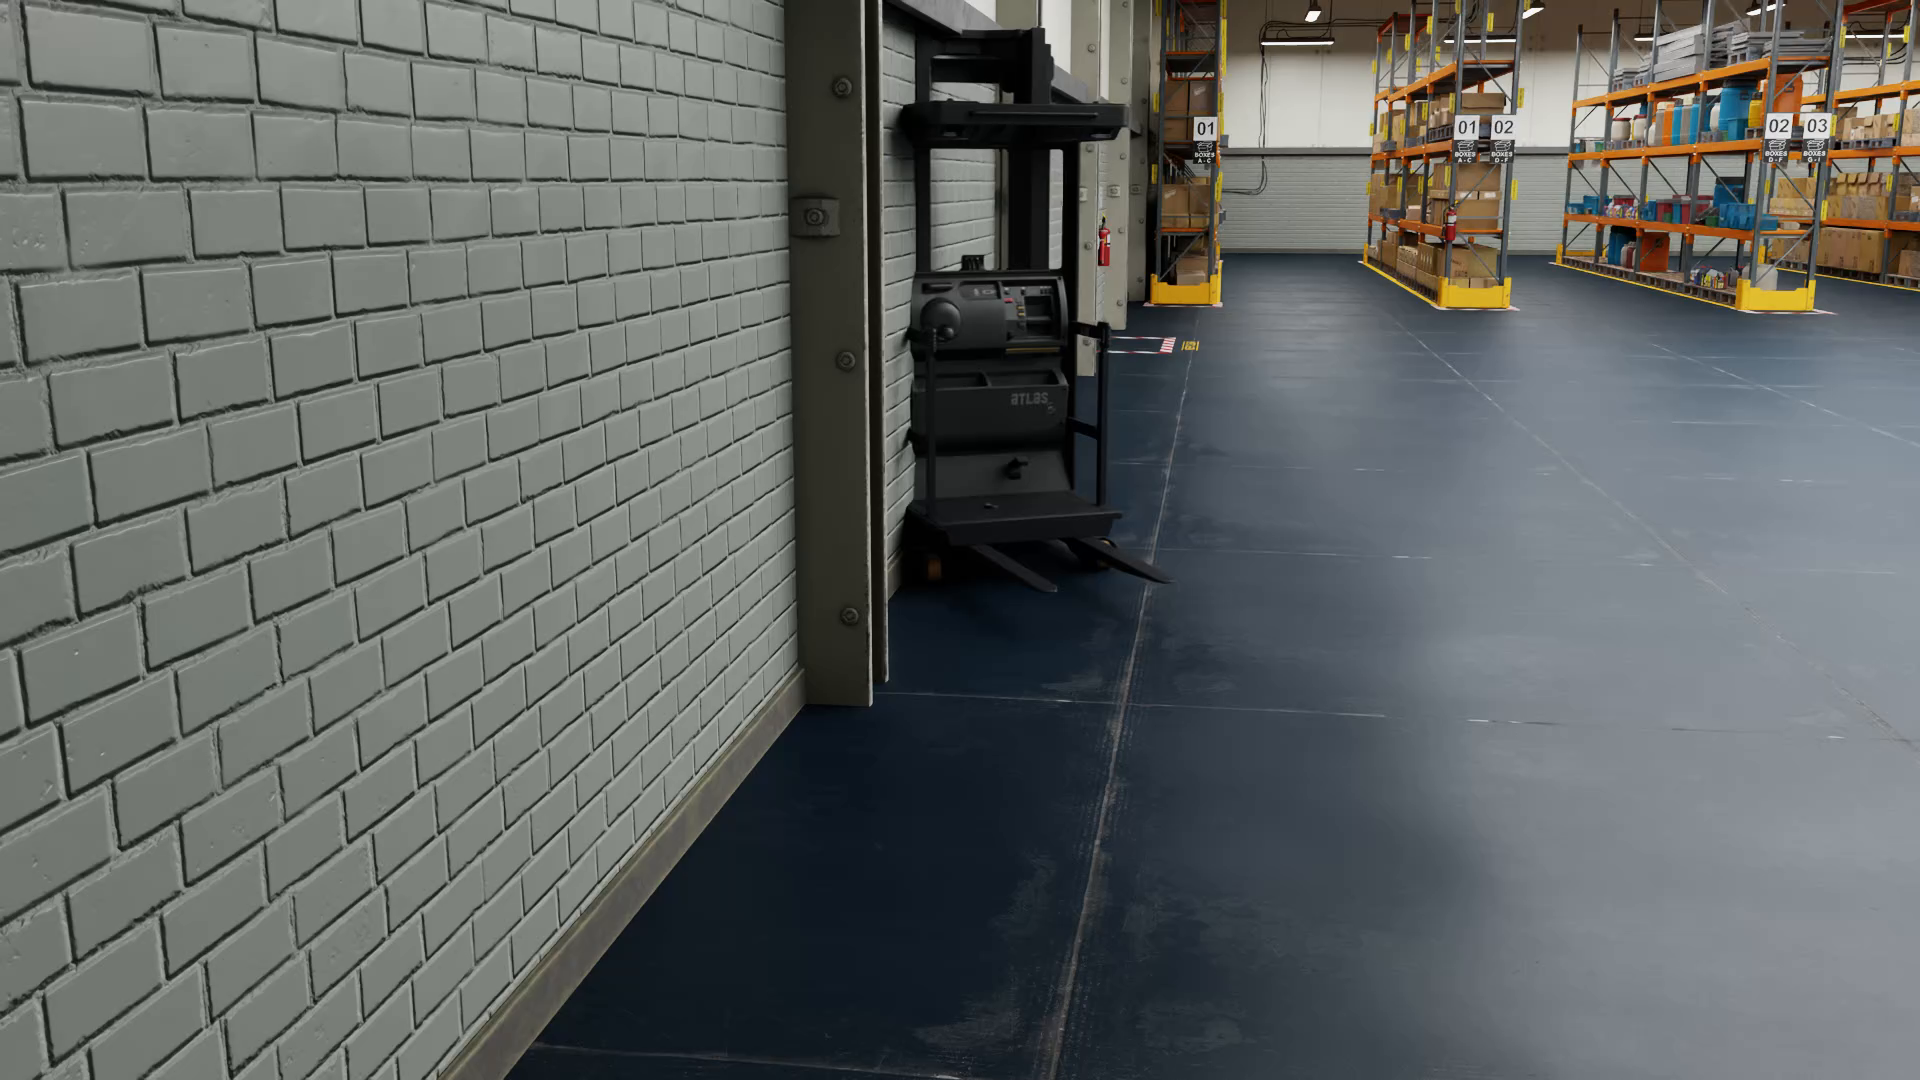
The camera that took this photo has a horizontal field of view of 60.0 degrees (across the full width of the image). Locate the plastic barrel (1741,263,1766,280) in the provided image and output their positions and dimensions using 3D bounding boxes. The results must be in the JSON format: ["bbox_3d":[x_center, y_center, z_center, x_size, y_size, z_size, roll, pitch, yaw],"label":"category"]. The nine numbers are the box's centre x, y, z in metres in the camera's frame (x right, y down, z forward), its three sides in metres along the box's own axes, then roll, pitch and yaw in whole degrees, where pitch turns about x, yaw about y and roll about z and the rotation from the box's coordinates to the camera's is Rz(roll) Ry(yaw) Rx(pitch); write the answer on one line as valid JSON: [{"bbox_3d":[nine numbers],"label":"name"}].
[{"bbox_3d":[13.838,-4.564,28.957,0.421,0.512,0.421,0,12,0],"label":"plastic barrel"}]

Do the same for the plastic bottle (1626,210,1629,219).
[{"bbox_3d":[14.768,-7.190,36.707,0.097,0.201,0.097,0,12,0],"label":"plastic bottle"}]

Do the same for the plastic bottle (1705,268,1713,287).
[{"bbox_3d":[13.722,-4.801,30.394,0.144,0.351,0.185,2,12,8],"label":"plastic bottle"}]

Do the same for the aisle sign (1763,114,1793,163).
[{"bbox_3d":[13.431,-6.596,27.309,0.394,0.787,0.004,2,12,9],"label":"aisle sign"}]

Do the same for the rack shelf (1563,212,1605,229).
[{"bbox_3d":[15.889,-7.893,41.207,1.077,0.370,4.000,2,12,9],"label":"rack shelf"}]

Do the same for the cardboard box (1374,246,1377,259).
[{"bbox_3d":[10.610,-7.174,41.502,0.500,0.311,0.500,2,12,9],"label":"cardboard box"}]

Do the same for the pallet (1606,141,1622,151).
[{"bbox_3d":[15.557,-9.036,38.131,1.213,0.211,1.003,2,12,9],"label":"pallet"}]

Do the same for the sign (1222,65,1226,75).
[{"bbox_3d":[6.941,-12.390,43.718,0.100,0.325,0.005,2,12,9],"label":"sign"}]

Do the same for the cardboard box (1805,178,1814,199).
[{"bbox_3d":[20.363,-8.315,39.328,0.500,0.500,0.500,2,12,9],"label":"cardboard box"}]

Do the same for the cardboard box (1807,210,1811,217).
[{"bbox_3d":[20.277,-7.726,39.321,0.380,0.149,0.250,2,12,8],"label":"cardboard box"}]

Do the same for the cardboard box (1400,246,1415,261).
[{"bbox_3d":[9.629,-6.083,35.300,0.500,0.311,0.500,2,12,7],"label":"cardboard box"}]

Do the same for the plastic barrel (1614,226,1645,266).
[{"bbox_3d":[15.372,-6.748,38.169,0.600,0.901,0.708,2,12,9],"label":"plastic barrel"}]

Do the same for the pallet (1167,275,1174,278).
[{"bbox_3d":[4.680,-5.283,34.007,1.003,0.211,1.213,2,12,9],"label":"pallet"}]

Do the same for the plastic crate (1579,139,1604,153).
[{"bbox_3d":[15.690,-9.788,41.319,0.504,0.338,0.767,2,12,9],"label":"plastic crate"}]

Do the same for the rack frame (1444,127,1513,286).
[{"bbox_3d":[8.842,-5.492,28.356,1.000,3.000,0.127,2,12,9],"label":"rack frame"}]

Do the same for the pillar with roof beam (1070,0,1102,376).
[{"bbox_3d":[5.607,-6.121,17.033,9.100,9.000,0.400,2,12,9],"label":"pillar with roof beam"}]

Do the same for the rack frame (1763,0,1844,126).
[{"bbox_3d":[13.735,-8.263,26.976,1.000,3.000,0.127,2,12,9],"label":"rack frame"}]

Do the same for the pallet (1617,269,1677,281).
[{"bbox_3d":[15.046,-5.798,36.397,1.003,0.211,1.213,2,12,9],"label":"pallet"}]

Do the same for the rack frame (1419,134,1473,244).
[{"bbox_3d":[9.457,-6.325,32.220,1.000,3.000,0.127,2,12,9],"label":"rack frame"}]

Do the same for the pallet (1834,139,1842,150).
[{"bbox_3d":[20.611,-9.261,38.937,1.003,0.211,1.213,2,12,9],"label":"pallet"}]

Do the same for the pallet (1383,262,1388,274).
[{"bbox_3d":[10.599,-6.456,39.450,1.003,0.211,1.213,2,12,9],"label":"pallet"}]

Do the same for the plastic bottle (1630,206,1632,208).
[{"bbox_3d":[14.953,-7.309,37.064,0.061,0.283,0.133,2,12,9],"label":"plastic bottle"}]

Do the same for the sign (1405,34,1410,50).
[{"bbox_3d":[9.534,-10.601,35.417,0.100,0.325,0.005,2,12,9],"label":"sign"}]

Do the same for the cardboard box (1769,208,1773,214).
[{"bbox_3d":[20.710,-8.315,42.051,0.380,0.149,0.250,2,12,9],"label":"cardboard box"}]

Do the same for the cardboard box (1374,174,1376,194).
[{"bbox_3d":[10.819,-9.063,42.318,0.500,0.500,0.500,2,12,9],"label":"cardboard box"}]

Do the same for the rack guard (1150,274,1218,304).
[{"bbox_3d":[3.958,-4.445,29.434,1.175,0.500,0.348,2,12,9],"label":"rack guard"}]

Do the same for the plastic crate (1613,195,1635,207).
[{"bbox_3d":[15.966,-8.067,40.011,0.402,0.464,0.583,2,12,9],"label":"plastic crate"}]

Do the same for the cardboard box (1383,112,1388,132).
[{"bbox_3d":[10.939,-10.409,41.443,0.700,0.500,0.500,2,12,9],"label":"cardboard box"}]

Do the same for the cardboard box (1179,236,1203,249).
[{"bbox_3d":[4.894,-6.301,35.221,0.500,0.250,0.500,2,12,8],"label":"cardboard box"}]

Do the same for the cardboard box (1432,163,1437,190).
[{"bbox_3d":[9.395,-6.915,31.643,0.700,0.500,0.500,2,12,9],"label":"cardboard box"}]

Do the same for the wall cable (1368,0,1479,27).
[{"bbox_3d":[13.361,-16.067,47.774,3.097,2.526,0.112,2,12,9],"label":"wall cable"}]

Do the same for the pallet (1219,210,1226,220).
[{"bbox_3d":[5.172,-7.071,36.141,1.213,0.211,1.003,2,12,9],"label":"pallet"}]

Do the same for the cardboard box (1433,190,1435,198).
[{"bbox_3d":[9.148,-6.535,31.419,0.380,0.149,0.250,2,12,7],"label":"cardboard box"}]

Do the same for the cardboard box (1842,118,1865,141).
[{"bbox_3d":[20.396,-9.268,37.522,0.700,0.500,0.500,2,12,10],"label":"cardboard box"}]

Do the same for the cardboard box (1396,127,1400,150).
[{"bbox_3d":[10.264,-8.979,37.179,0.910,0.500,0.500,2,12,9],"label":"cardboard box"}]

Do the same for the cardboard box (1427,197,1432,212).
[{"bbox_3d":[9.672,-6.642,33.458,0.500,0.500,0.500,3,12,13],"label":"cardboard box"}]

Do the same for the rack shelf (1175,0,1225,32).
[{"bbox_3d":[5.484,-11.939,37.851,1.077,0.370,4.000,2,12,9],"label":"rack shelf"}]

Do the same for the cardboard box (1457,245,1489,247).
[{"bbox_3d":[9.377,-5.136,30.456,0.500,0.500,0.500,2,12,9],"label":"cardboard box"}]

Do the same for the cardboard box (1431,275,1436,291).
[{"bbox_3d":[8.697,-4.579,29.649,0.500,0.250,0.500,2,12,9],"label":"cardboard box"}]

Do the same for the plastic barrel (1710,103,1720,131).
[{"bbox_3d":[14.090,-7.806,30.713,0.421,0.512,0.421,0,12,0],"label":"plastic barrel"}]

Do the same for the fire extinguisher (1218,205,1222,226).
[{"bbox_3d":[6.886,-8.779,44.676,0.296,0.674,0.183,2,12,9],"label":"fire extinguisher"}]

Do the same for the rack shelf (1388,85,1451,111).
[{"bbox_3d":[10.380,-9.959,37.502,1.077,0.370,4.000,2,12,9],"label":"rack shelf"}]

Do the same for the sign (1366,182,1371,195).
[{"bbox_3d":[10.766,-9.263,43.802,0.100,0.325,0.005,2,12,9],"label":"sign"}]

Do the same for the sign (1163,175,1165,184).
[{"bbox_3d":[4.013,-7.067,32.919,0.100,0.325,0.005,2,12,9],"label":"sign"}]

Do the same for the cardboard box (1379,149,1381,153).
[{"bbox_3d":[10.655,-9.701,41.123,0.500,0.250,0.500,2,12,9],"label":"cardboard box"}]

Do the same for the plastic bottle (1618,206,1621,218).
[{"bbox_3d":[14.895,-7.397,37.503,0.097,0.271,0.097,0,12,0],"label":"plastic bottle"}]

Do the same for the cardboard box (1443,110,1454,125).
[{"bbox_3d":[8.758,-7.407,29.149,0.500,0.250,0.500,2,12,9],"label":"cardboard box"}]

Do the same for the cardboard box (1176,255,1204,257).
[{"bbox_3d":[4.441,-5.260,32.170,0.500,0.500,0.500,1,12,4],"label":"cardboard box"}]

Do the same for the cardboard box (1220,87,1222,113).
[{"bbox_3d":[4.608,-8.161,30.966,0.500,0.500,0.500,1,12,7],"label":"cardboard box"}]

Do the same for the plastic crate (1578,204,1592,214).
[{"bbox_3d":[15.584,-8.231,41.324,0.416,0.233,0.300,2,12,9],"label":"plastic crate"}]

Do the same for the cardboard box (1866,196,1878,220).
[{"bbox_3d":[19.773,-7.099,35.575,0.500,0.500,0.500,2,12,8],"label":"cardboard box"}]

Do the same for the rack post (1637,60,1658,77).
[{"bbox_3d":[15.037,-10.044,35.418,0.954,0.300,0.937,2,12,9],"label":"rack post"}]

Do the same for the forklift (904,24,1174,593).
[{"bbox_3d":[0.224,-1.295,9.046,1.130,2.935,3.031,-4,13,-19],"label":"forklift"}]

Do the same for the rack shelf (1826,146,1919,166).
[{"bbox_3d":[20.167,-8.366,36.283,1.077,0.370,4.000,2,12,9],"label":"rack shelf"}]

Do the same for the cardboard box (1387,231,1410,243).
[{"bbox_3d":[10.218,-7.049,38.689,0.500,0.250,0.500,2,12,9],"label":"cardboard box"}]
